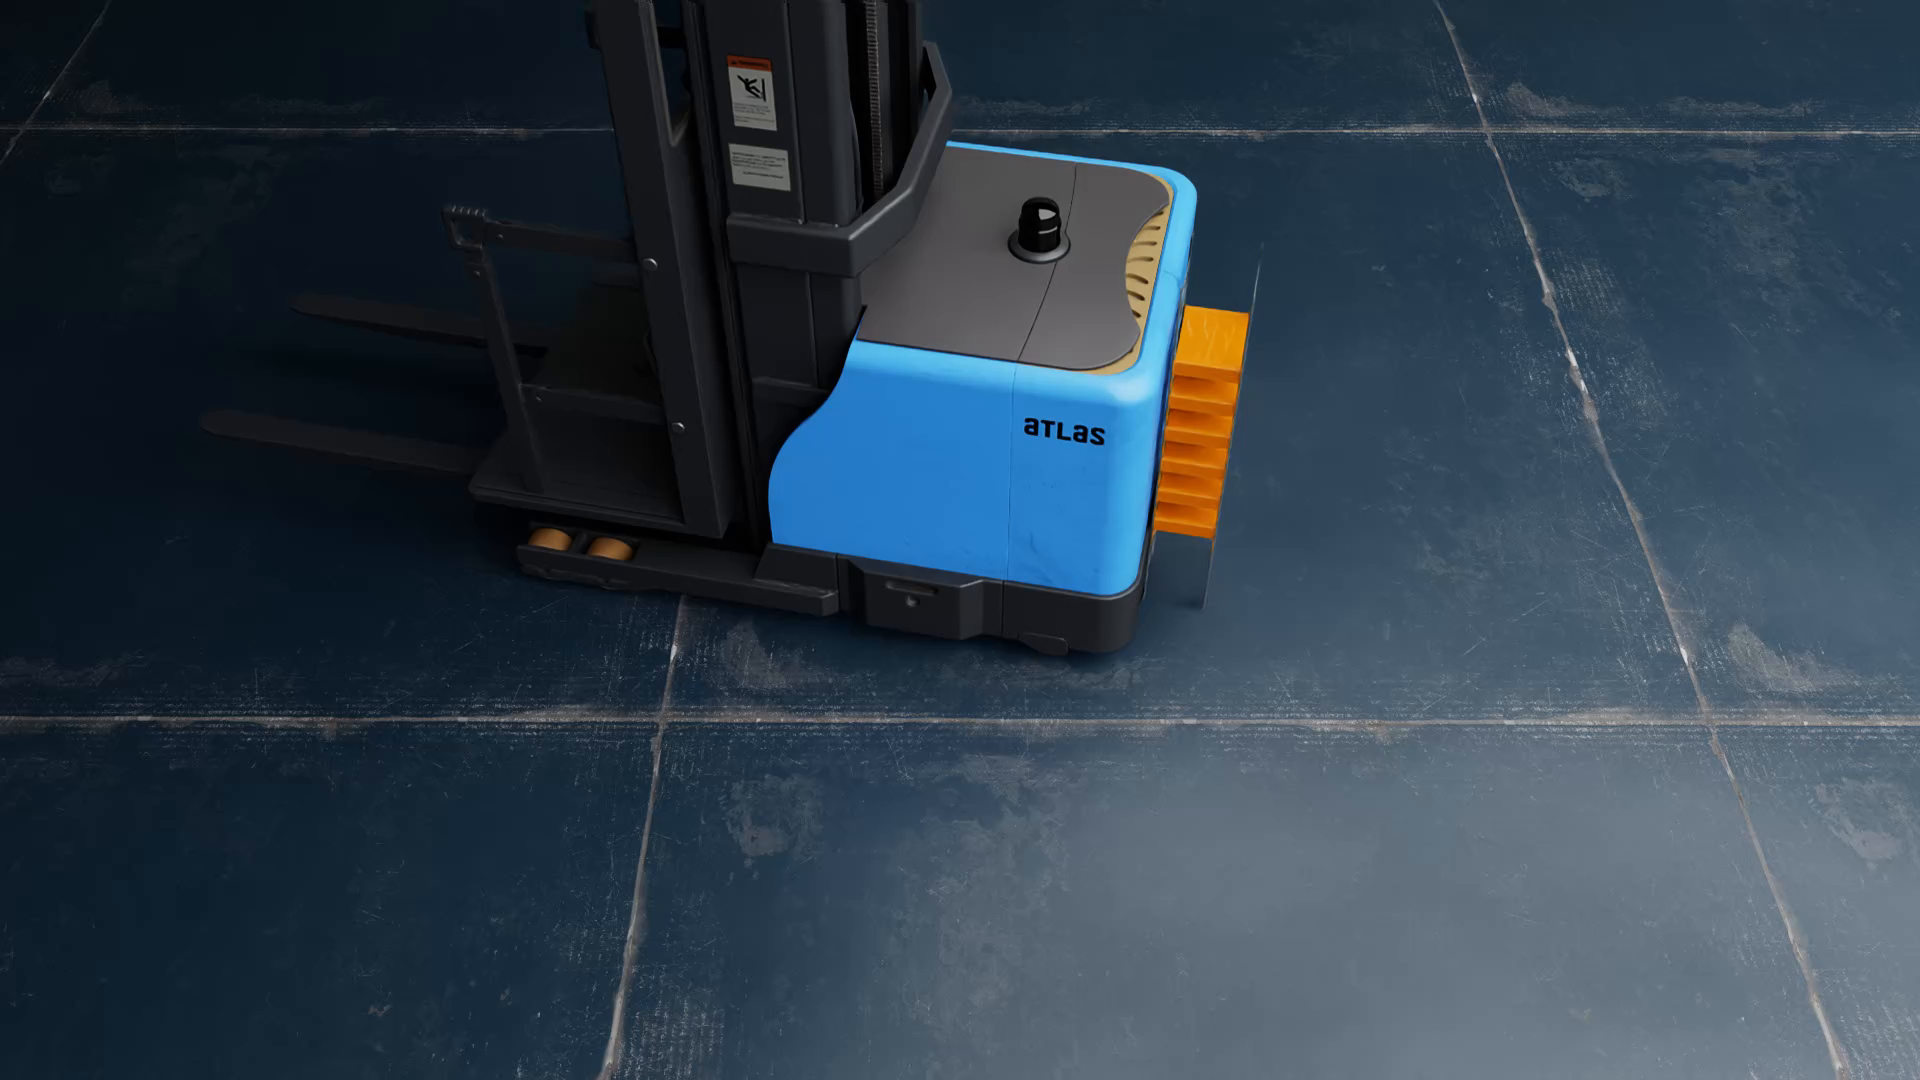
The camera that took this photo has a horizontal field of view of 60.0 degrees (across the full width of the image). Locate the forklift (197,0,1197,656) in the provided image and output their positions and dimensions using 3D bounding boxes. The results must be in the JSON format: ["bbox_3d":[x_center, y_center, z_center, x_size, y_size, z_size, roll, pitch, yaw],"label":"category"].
[{"bbox_3d":[-0.878,-1.214,4.378,3.031,2.935,1.130,9,48,8],"label":"forklift"}]

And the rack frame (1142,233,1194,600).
[{"bbox_3d":[0.585,-0.310,4.719,0.006,1.200,0.240,9,48,8],"label":"rack frame"}]

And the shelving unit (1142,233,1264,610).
[{"bbox_3d":[0.675,-0.296,4.706,0.189,1.200,0.258,9,48,8],"label":"shelving unit"}]

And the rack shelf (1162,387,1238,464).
[{"bbox_3d":[0.675,-0.347,4.650,0.180,0.103,0.258,9,48,8],"label":"rack shelf"}]

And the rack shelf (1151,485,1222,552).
[{"bbox_3d":[0.675,-0.102,4.914,0.180,0.103,0.258,9,48,8],"label":"rack shelf"}]

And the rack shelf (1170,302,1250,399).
[{"bbox_3d":[0.675,-0.511,4.475,0.180,0.103,0.258,9,48,8],"label":"rack shelf"}]

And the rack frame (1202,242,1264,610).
[{"bbox_3d":[0.764,-0.282,4.692,0.006,1.200,0.240,9,48,8],"label":"rack frame"}]

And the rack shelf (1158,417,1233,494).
[{"bbox_3d":[0.675,-0.266,4.738,0.180,0.103,0.258,9,48,8],"label":"rack shelf"}]

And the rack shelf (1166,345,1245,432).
[{"bbox_3d":[0.675,-0.429,4.563,0.180,0.103,0.258,9,48,8],"label":"rack shelf"}]

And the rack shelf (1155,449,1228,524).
[{"bbox_3d":[0.675,-0.184,4.826,0.180,0.103,0.258,9,48,8],"label":"rack shelf"}]
